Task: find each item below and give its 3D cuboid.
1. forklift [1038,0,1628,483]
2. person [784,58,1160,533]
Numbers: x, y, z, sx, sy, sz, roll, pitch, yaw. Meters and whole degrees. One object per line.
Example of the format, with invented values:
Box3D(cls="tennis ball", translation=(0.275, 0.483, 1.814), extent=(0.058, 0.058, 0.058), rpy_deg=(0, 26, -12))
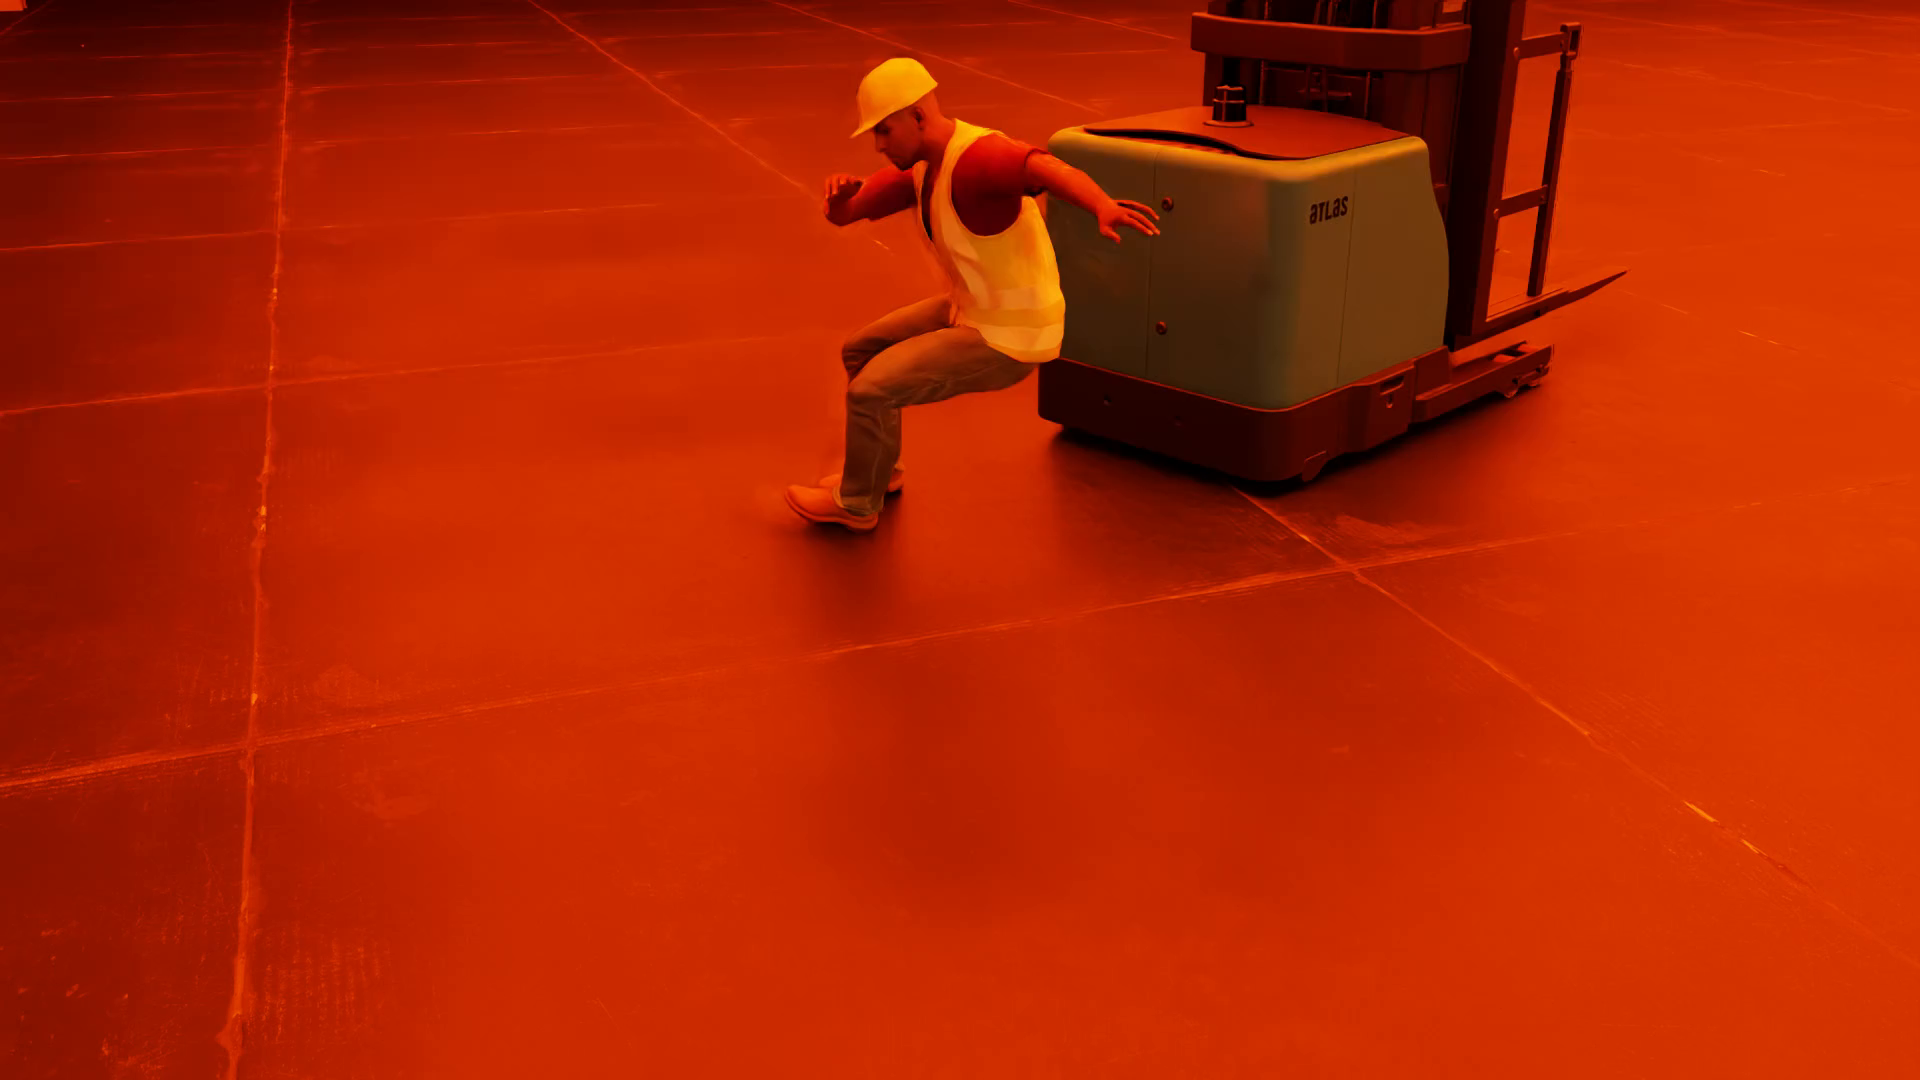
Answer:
Box3D(cls="forklift", translation=(1.666, -2.017, 6.095), extent=(1.130, 2.935, 3.031), rpy_deg=(21, 30, 40))
Box3D(cls="person", translation=(-0.058, -0.608, 4.741), extent=(0.849, 1.438, 1.335), rpy_deg=(-5, 23, -13))
